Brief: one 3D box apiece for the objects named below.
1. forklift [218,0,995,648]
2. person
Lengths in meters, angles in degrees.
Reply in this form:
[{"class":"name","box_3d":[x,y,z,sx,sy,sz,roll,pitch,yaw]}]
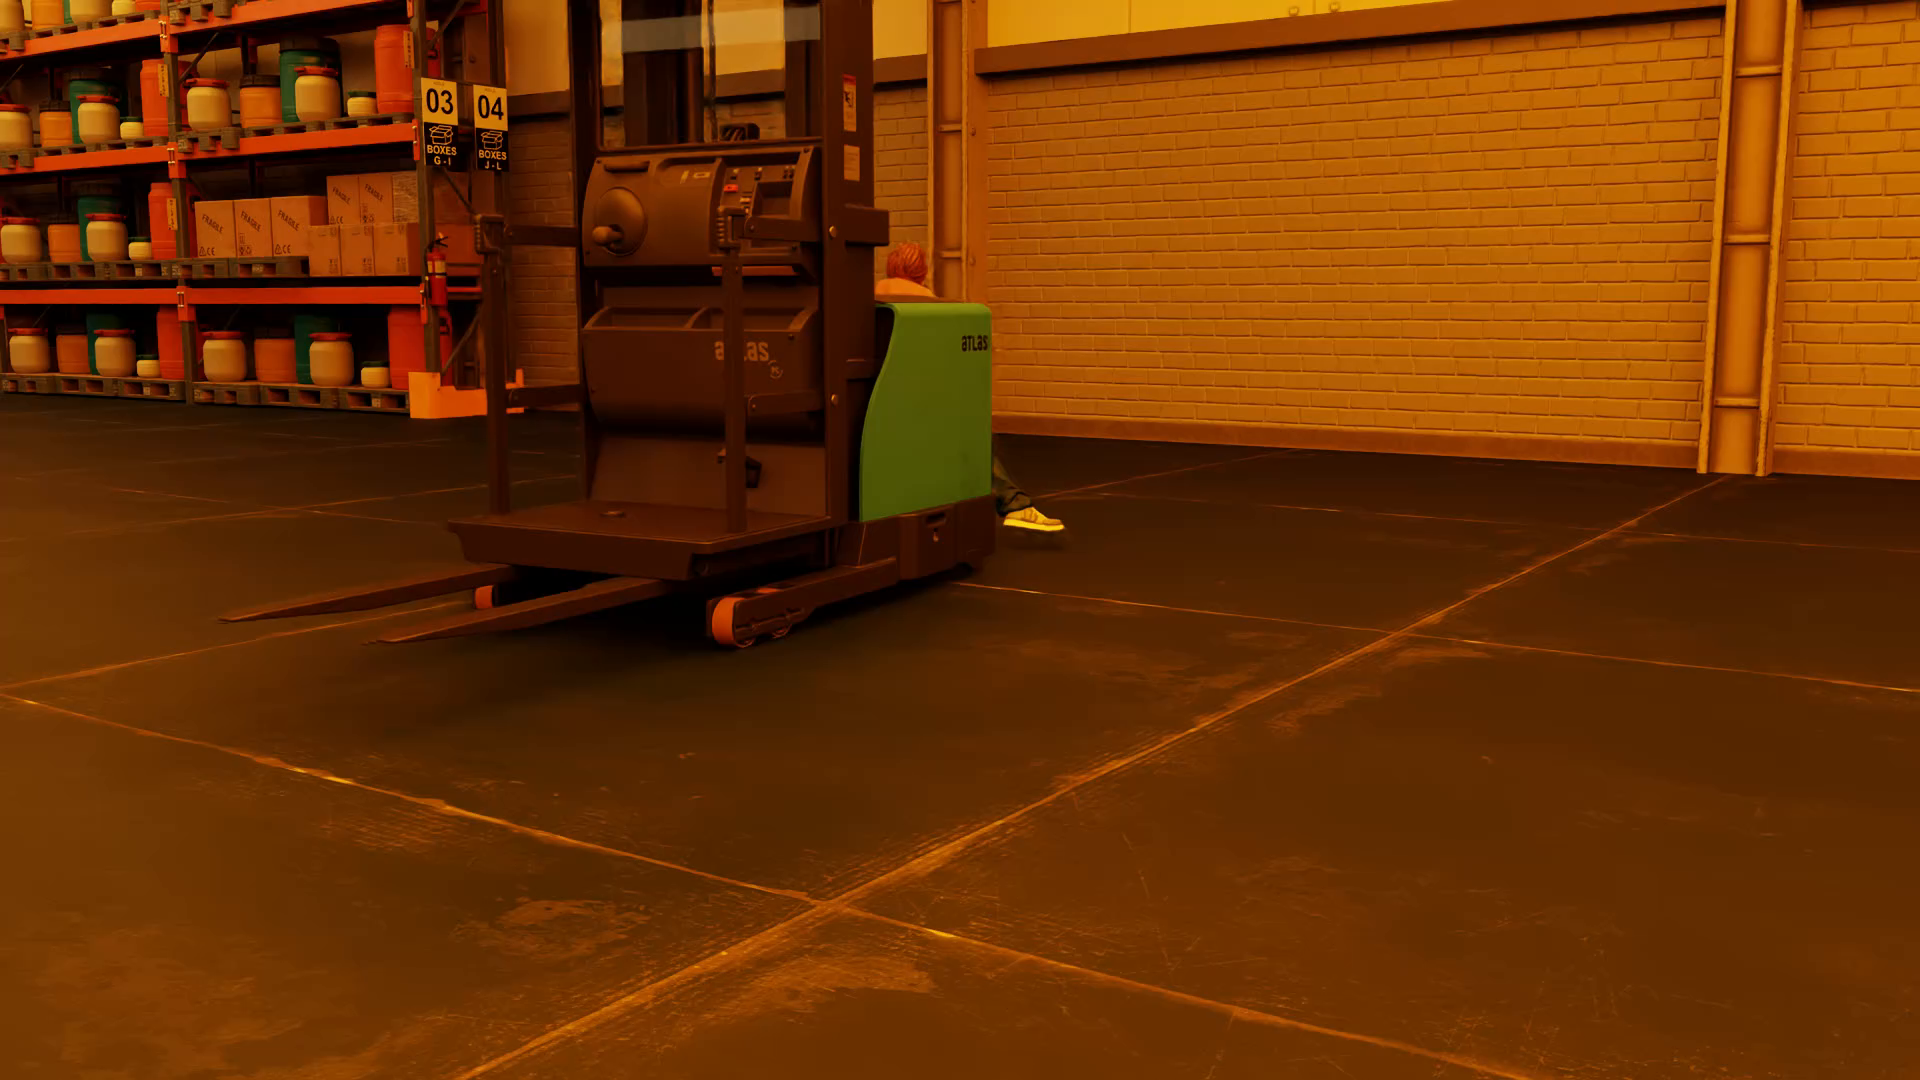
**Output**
[{"class":"forklift","box_3d":[-1.005,-1.183,5.508,1.130,2.935,3.031,4,9,28]},{"class":"person","box_3d":[-0.109,-0.667,7.572,1.256,1.362,0.769,3,9,20]}]
